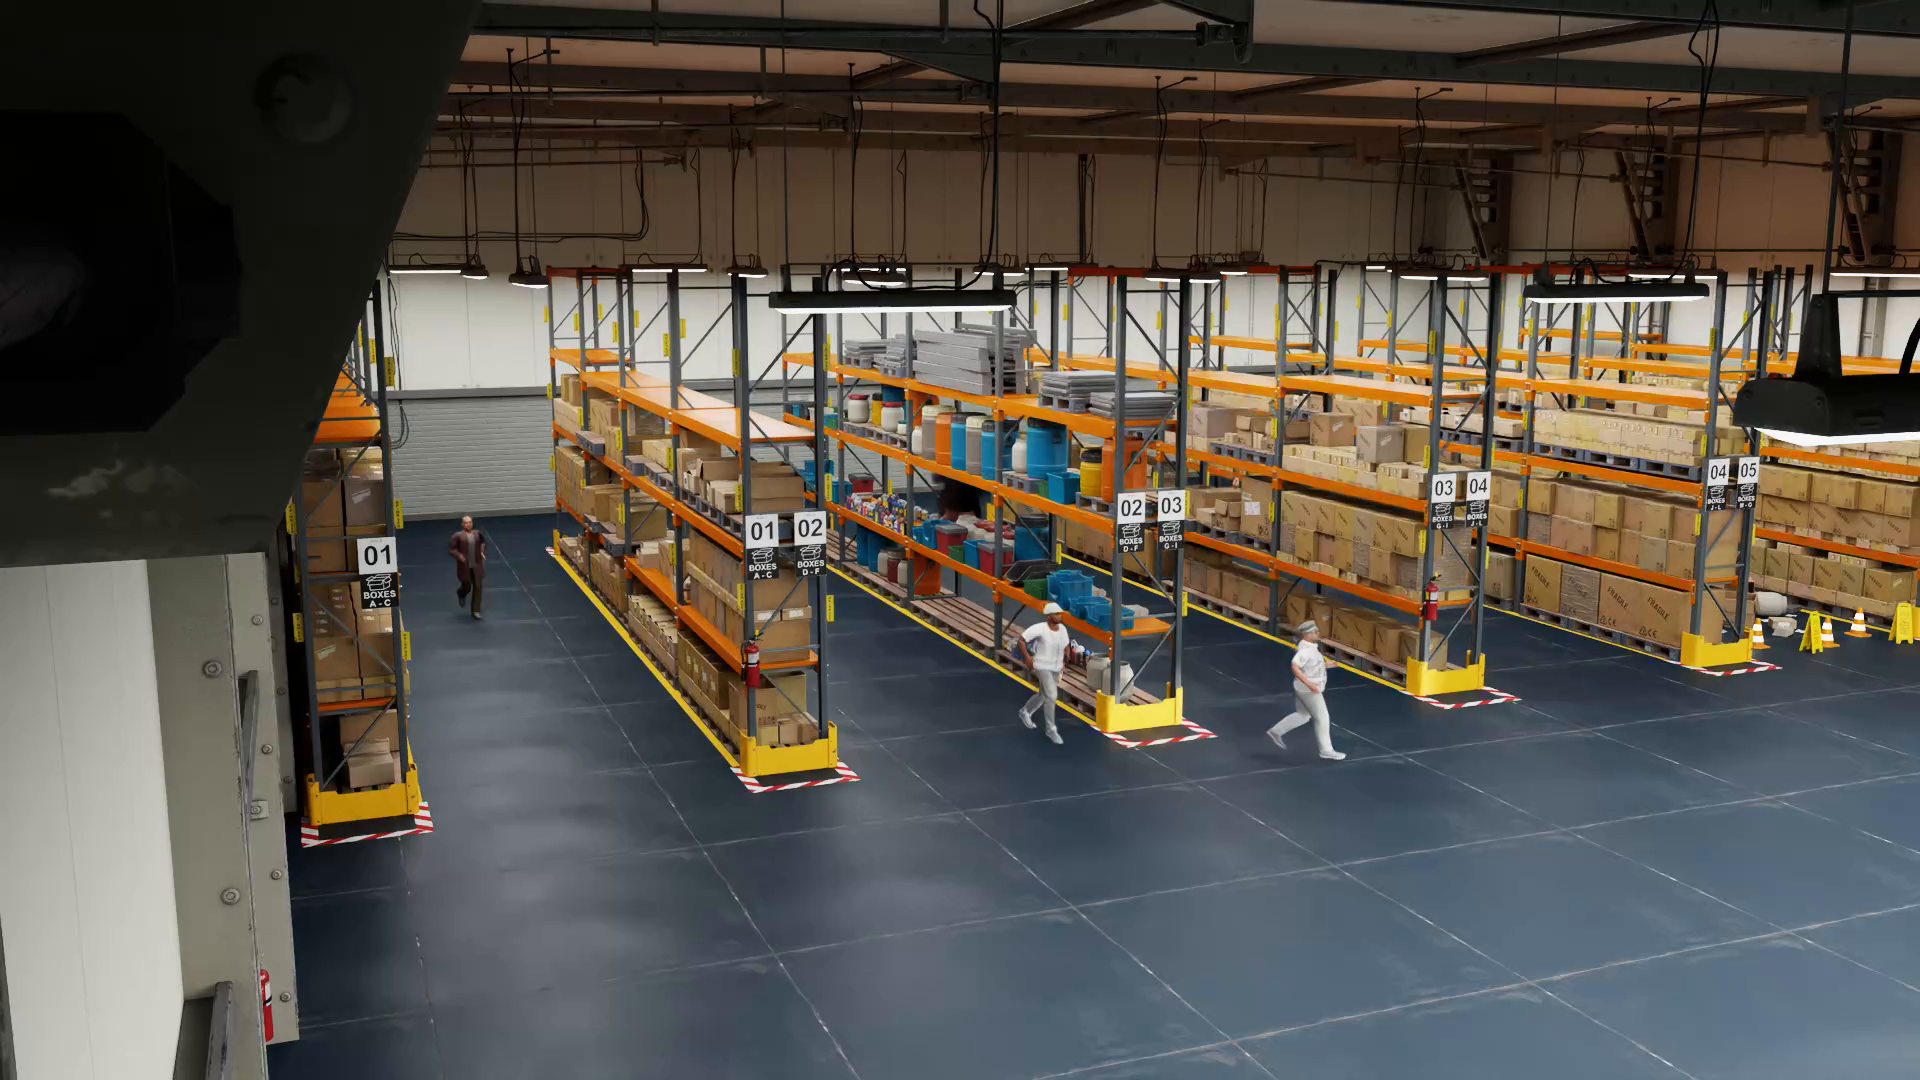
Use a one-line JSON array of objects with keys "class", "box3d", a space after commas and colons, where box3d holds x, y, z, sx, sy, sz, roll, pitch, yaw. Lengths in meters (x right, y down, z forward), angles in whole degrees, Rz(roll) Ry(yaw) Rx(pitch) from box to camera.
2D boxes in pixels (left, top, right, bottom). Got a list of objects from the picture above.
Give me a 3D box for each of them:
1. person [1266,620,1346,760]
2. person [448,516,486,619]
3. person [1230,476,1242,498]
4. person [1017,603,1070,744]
[{"class": "person", "box3d": [4.366, 1.856, 20.809, 0.960, 1.758, 0.669, 1, 10, 5]}, {"class": "person", "box3d": [-8.531, 0.457, 28.944, 0.709, 1.758, 0.948, -6, 12, -32]}, {"class": "person", "box3d": [5.773, -0.553, 35.236, 0.596, 1.625, 0.567, -5, 11, -28]}, {"class": "person", "box3d": [1.155, 1.708, 21.857, 0.714, 1.804, 0.894, -9, 14, -43]}]
